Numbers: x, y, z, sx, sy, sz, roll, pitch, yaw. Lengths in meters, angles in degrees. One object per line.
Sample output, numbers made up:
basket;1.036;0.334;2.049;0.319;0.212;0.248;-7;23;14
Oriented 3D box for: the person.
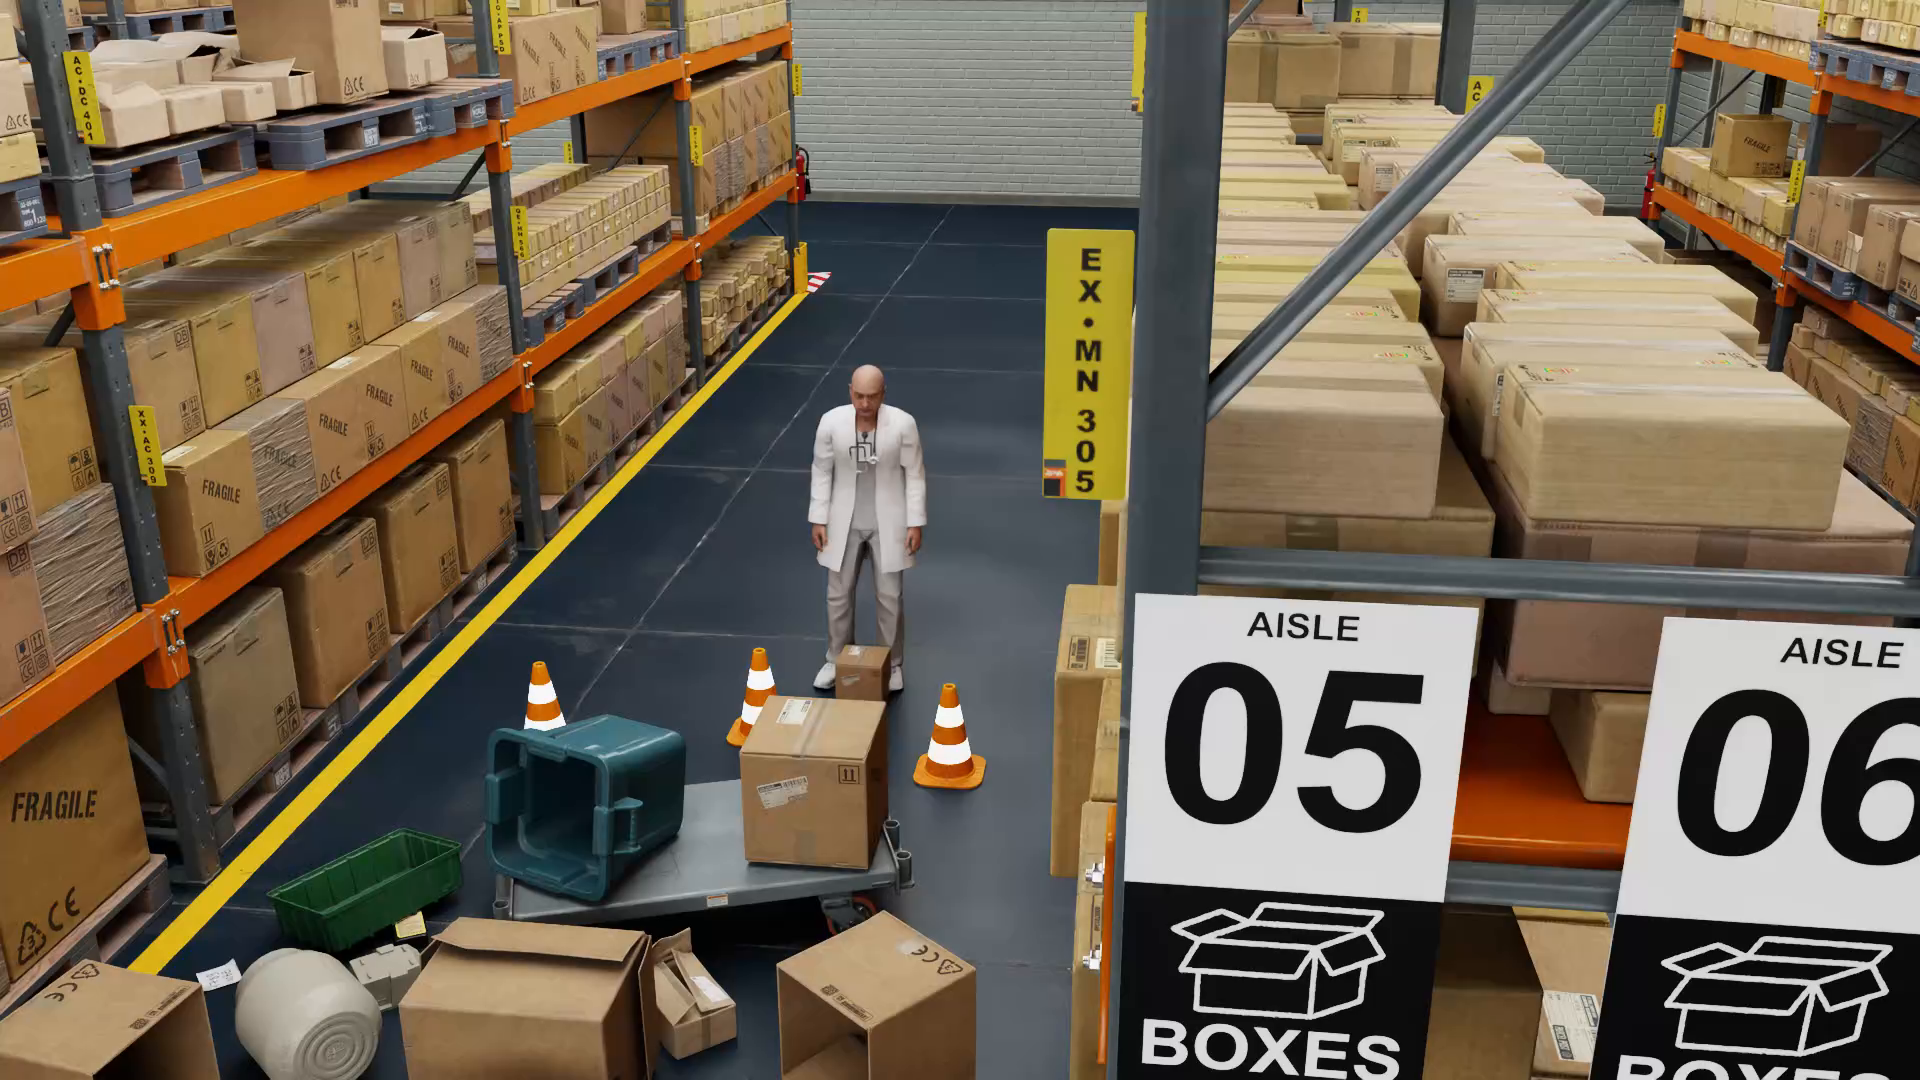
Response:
person;-0.489;-0.073;8.797;0.635;1.773;0.427;2;21;4
